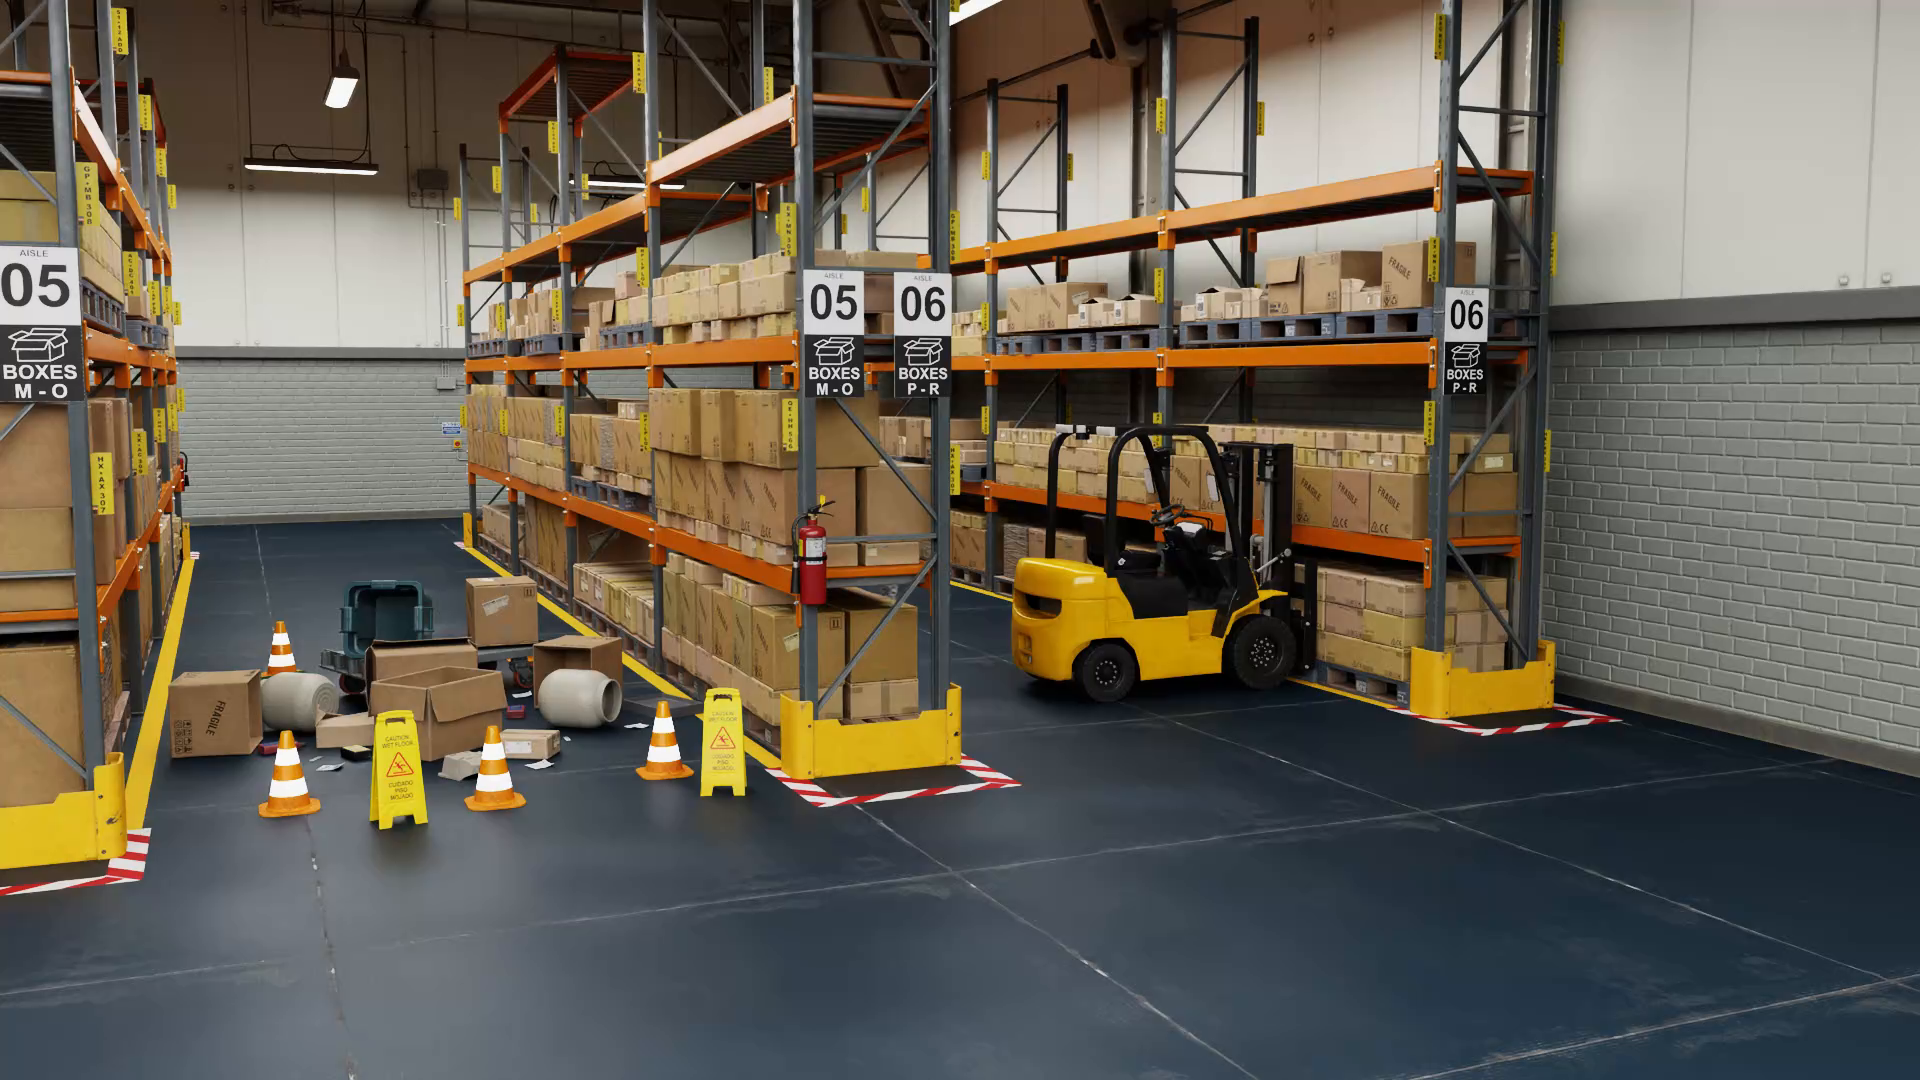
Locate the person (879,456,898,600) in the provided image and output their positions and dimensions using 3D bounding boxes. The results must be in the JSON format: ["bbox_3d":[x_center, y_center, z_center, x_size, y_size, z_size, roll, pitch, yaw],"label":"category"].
[{"bbox_3d":[-0.869,-0.113,18.692,0.329,1.688,0.483,-2,6,-24],"label":"person"}]
